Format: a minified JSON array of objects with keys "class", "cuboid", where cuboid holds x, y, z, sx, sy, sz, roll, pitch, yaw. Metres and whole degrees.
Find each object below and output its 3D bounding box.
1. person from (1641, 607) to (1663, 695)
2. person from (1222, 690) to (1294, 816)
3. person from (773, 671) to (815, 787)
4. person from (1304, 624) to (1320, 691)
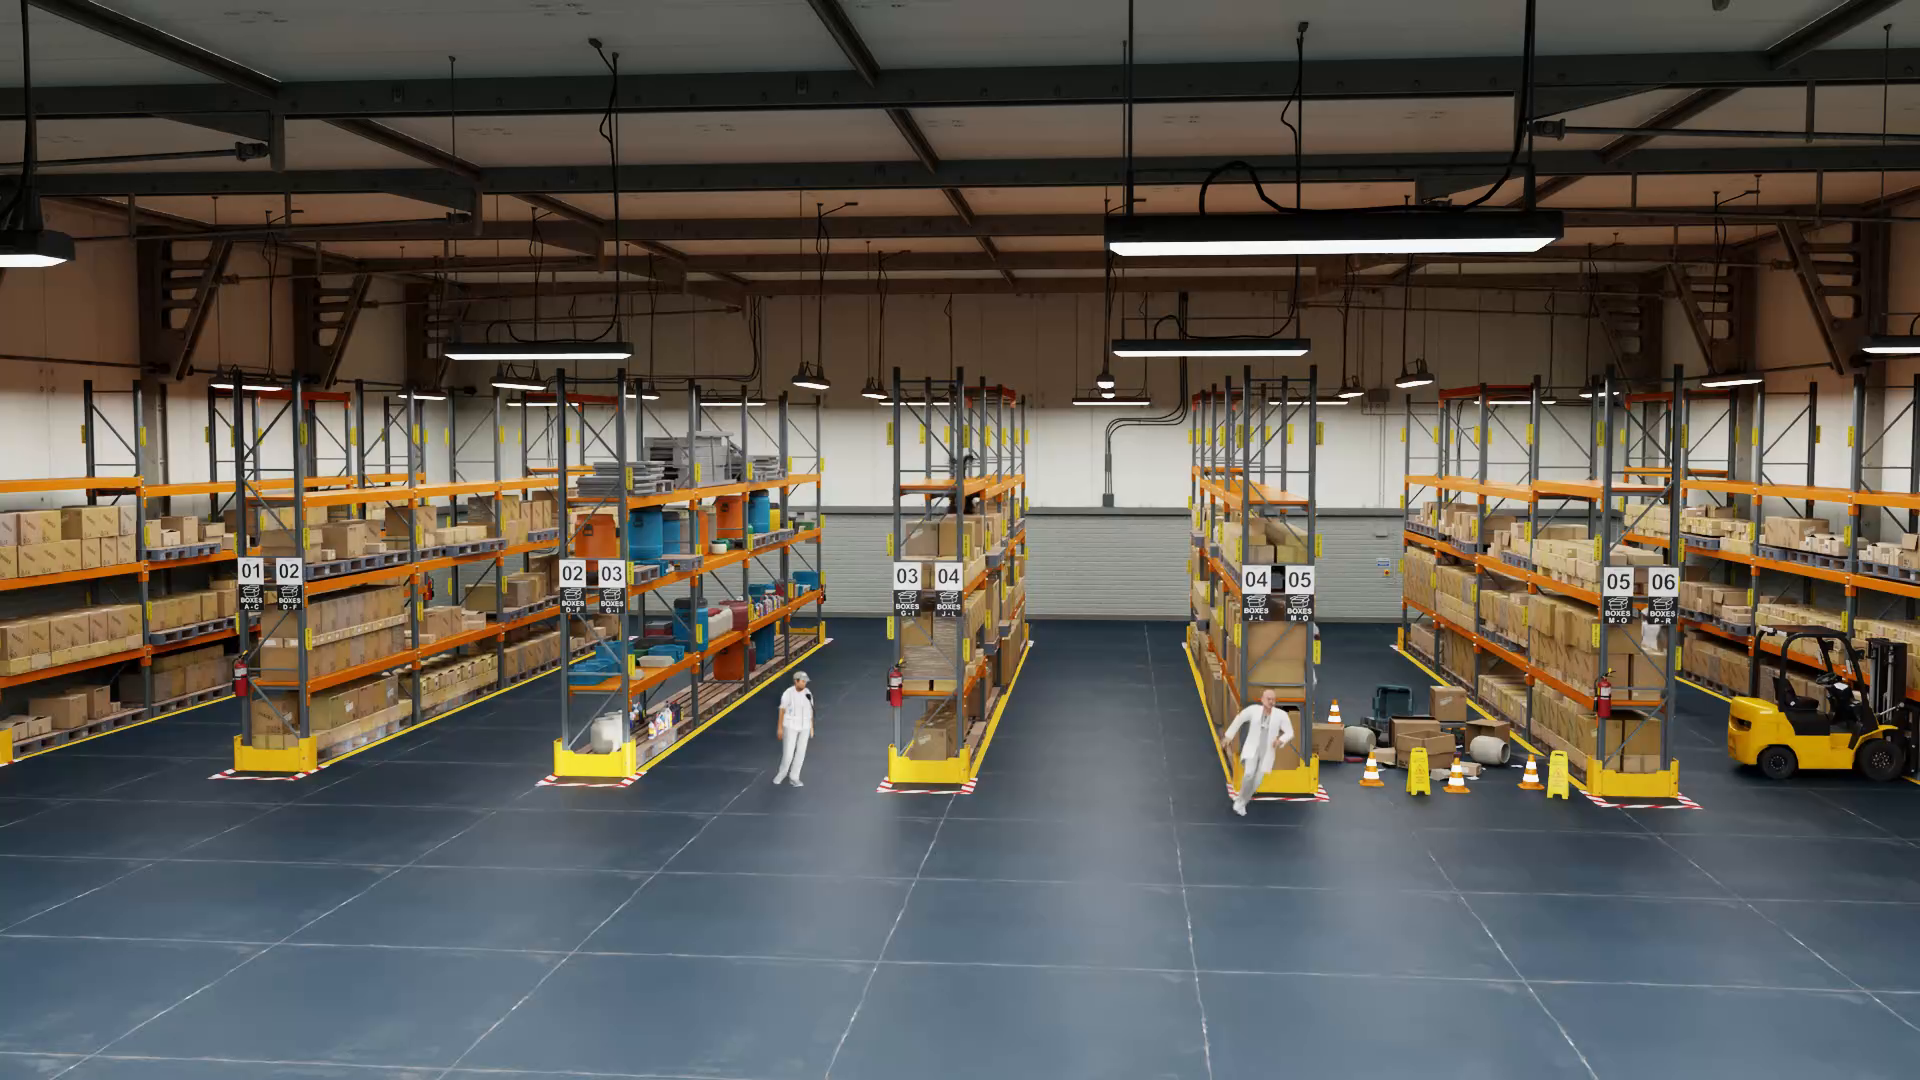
[{"class":"person","cuboid":[13.139,2.145,31.818,0.654,1.749,0.905,0,4,-7]},{"class":"person","cuboid":[3.957,2.814,21.946,0.867,1.691,0.760,0,4,-4]},{"class":"person","cuboid":[-2.364,2.693,23.714,0.583,1.654,0.468,-2,4,-32]},{"class":"person","cuboid":[6.776,2.185,32.417,0.563,1.621,0.768,0,4,-5]}]
